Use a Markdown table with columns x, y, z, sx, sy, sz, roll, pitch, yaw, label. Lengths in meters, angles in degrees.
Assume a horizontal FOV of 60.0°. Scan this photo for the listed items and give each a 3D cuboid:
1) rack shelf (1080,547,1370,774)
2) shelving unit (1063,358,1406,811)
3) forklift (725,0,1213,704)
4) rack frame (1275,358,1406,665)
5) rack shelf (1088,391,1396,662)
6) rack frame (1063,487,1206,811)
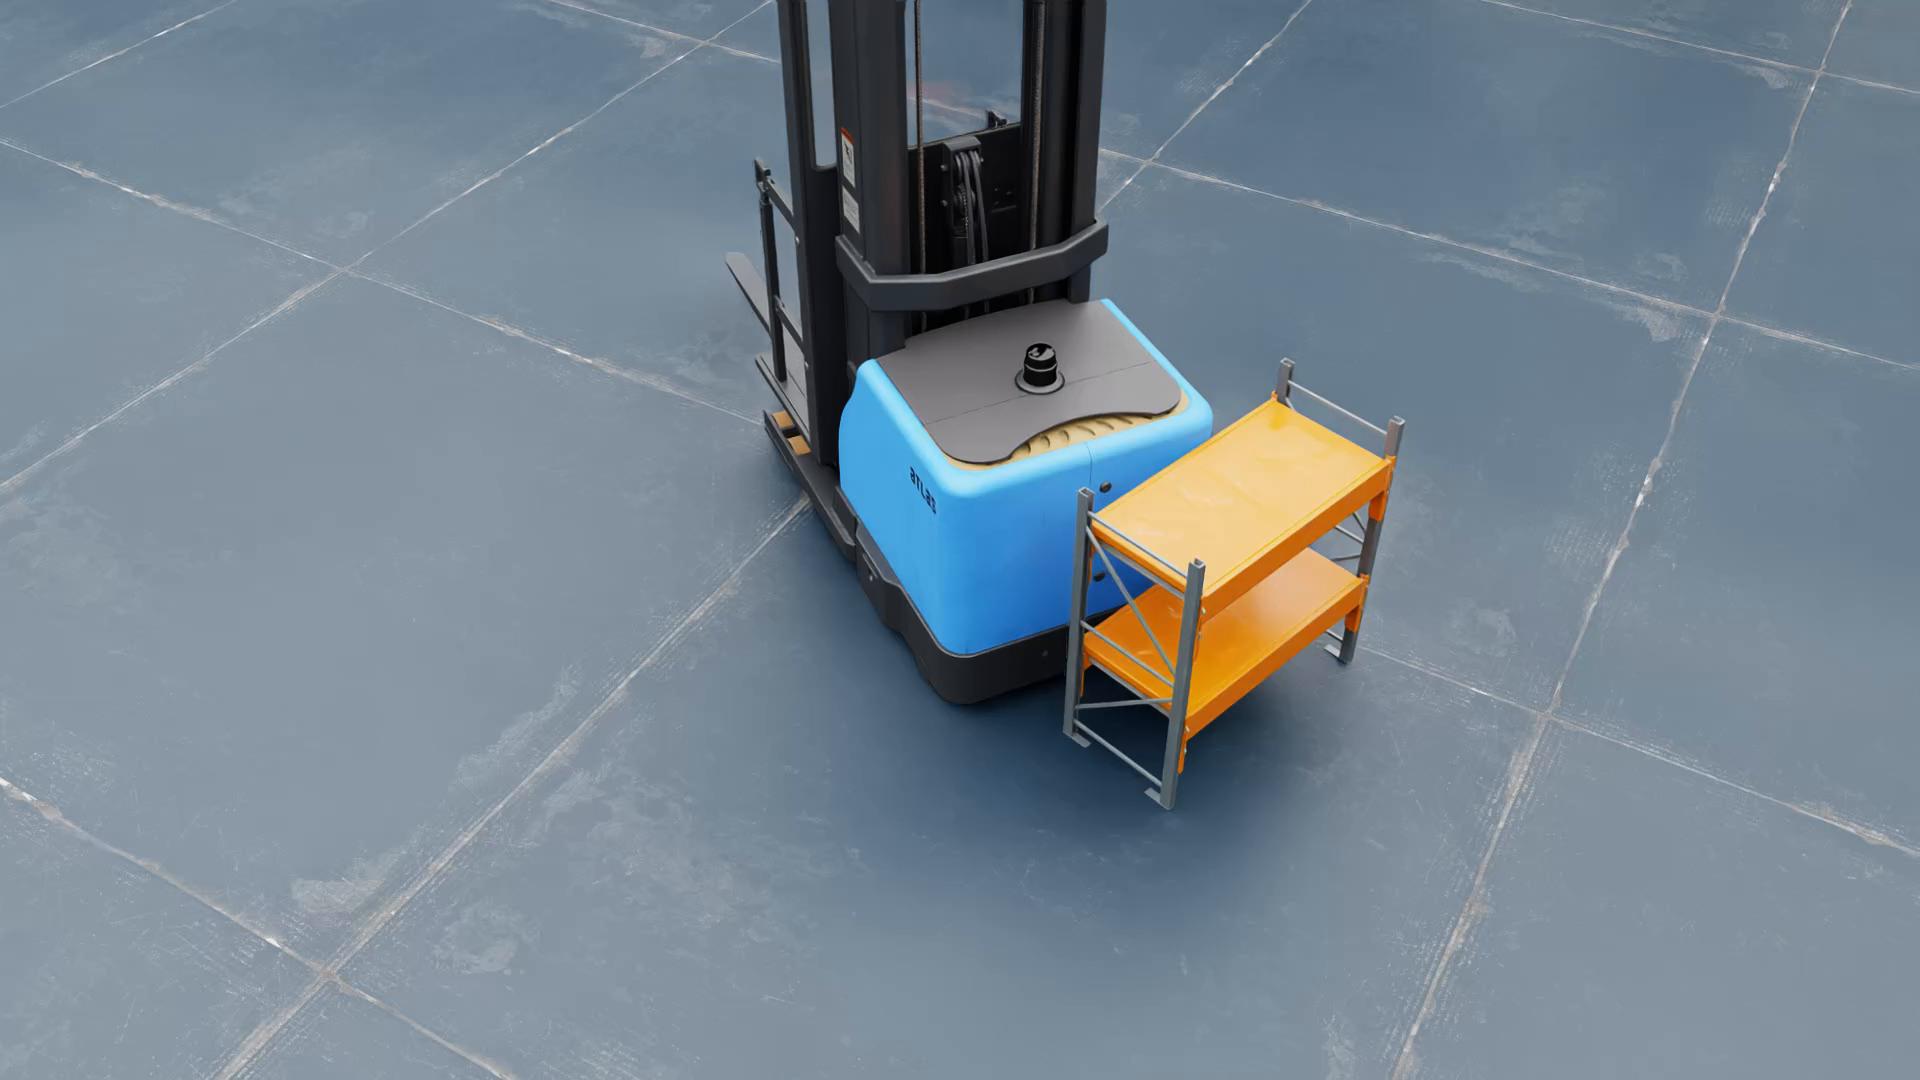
| x | y | z | sx | sy | sz | roll | pitch | yaw | label |
| --- | --- | --- | --- | --- | --- | --- | --- | --- | --- |
| 0.921 | 0.332 | 5.891 | 1.000 | 0.278 | 0.538 | -32 | 51 | -31 | rack shelf |
| 0.921 | 0.149 | 5.730 | 1.048 | 1.125 | 0.538 | -32 | 51 | -31 | shelving unit |
| -0.191 | -1.487 | 6.221 | 1.130 | 2.935 | 3.031 | -17 | 44 | -18 | forklift |
| 1.289 | -0.083 | 5.993 | 0.032 | 1.125 | 0.500 | -32 | 51 | -31 | rack frame |
| 0.921 | -0.071 | 5.536 | 1.000 | 0.278 | 0.538 | -32 | 51 | -31 | rack shelf |
| 0.553 | 0.380 | 5.467 | 0.032 | 1.125 | 0.500 | -32 | 51 | -31 | rack frame |
